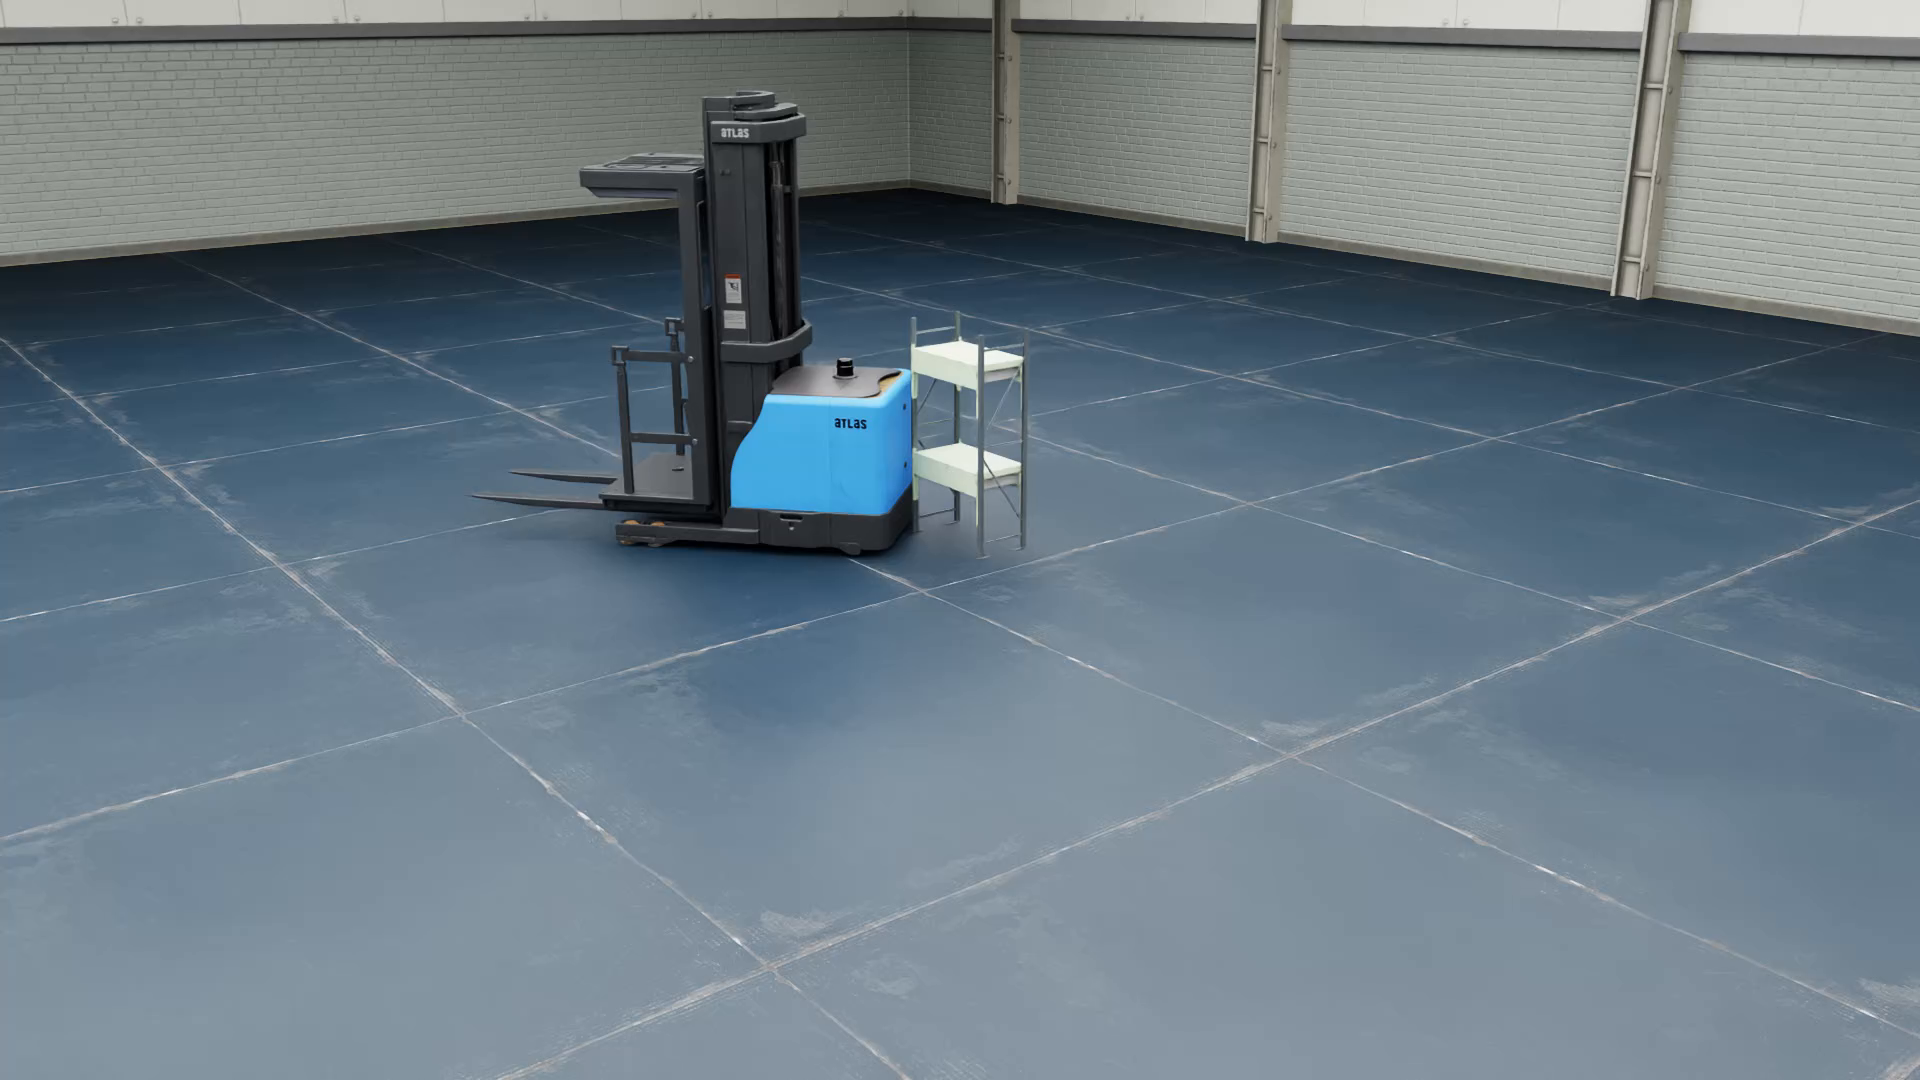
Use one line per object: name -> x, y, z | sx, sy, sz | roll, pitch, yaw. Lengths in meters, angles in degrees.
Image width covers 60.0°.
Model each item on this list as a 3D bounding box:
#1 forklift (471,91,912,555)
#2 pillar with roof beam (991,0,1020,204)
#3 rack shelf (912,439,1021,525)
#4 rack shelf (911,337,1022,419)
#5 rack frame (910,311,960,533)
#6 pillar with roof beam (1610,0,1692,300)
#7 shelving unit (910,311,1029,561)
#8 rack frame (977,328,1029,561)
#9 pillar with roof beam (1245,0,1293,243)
forklift -> -1.865, -1.502, 11.234 | 3.031, 2.935, 1.130 | 3, 19, 10
pillar with roof beam -> -2.589, -9.379, 25.371 | 9.100, 9.000, 0.400 | -14, 23, -36
rack shelf -> 0.057, -0.399, 11.218 | 0.431, 0.370, 0.720 | -14, 23, -35
rack shelf -> 0.057, -1.079, 10.992 | 0.431, 0.370, 0.720 | -14, 23, -35
rack frame -> -0.165, -0.800, 11.391 | 0.400, 1.500, 0.023 | -14, 23, -35
pillar with roof beam -> 4.862, -6.422, 16.442 | 9.100, 9.000, 0.400 | -14, 23, -36
shelving unit -> 0.057, -0.708, 11.115 | 0.431, 1.500, 0.755 | -14, 23, -35
rack frame -> 0.280, -0.617, 10.839 | 0.400, 1.500, 0.023 | -14, 23, -35
pillar with roof beam -> 1.137, -7.901, 20.907 | 9.100, 9.000, 0.400 | -14, 23, -36
